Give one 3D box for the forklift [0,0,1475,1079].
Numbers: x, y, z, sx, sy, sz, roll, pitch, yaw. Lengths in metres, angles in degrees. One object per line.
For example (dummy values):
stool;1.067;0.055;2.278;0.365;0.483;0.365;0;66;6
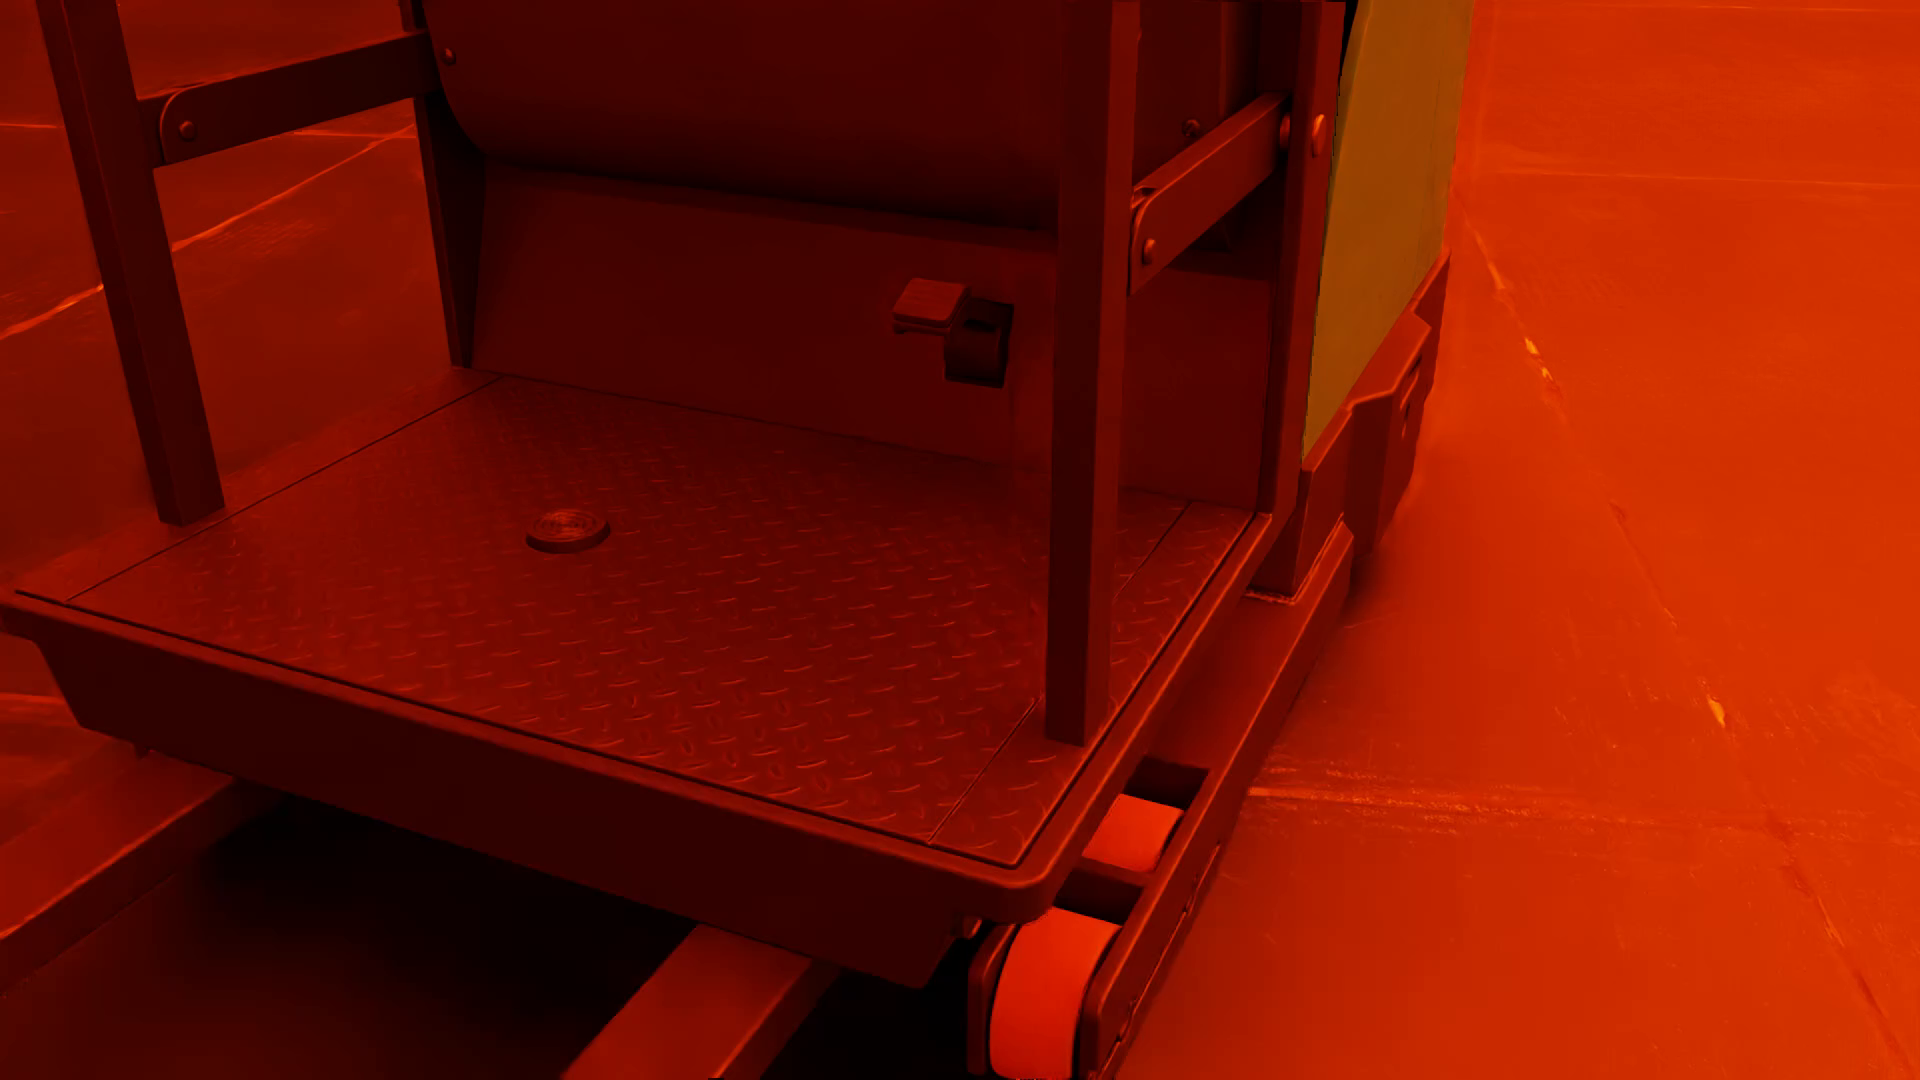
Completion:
forklift;-0.246;-1.032;1.286;1.130;2.935;3.031;11;29;22
